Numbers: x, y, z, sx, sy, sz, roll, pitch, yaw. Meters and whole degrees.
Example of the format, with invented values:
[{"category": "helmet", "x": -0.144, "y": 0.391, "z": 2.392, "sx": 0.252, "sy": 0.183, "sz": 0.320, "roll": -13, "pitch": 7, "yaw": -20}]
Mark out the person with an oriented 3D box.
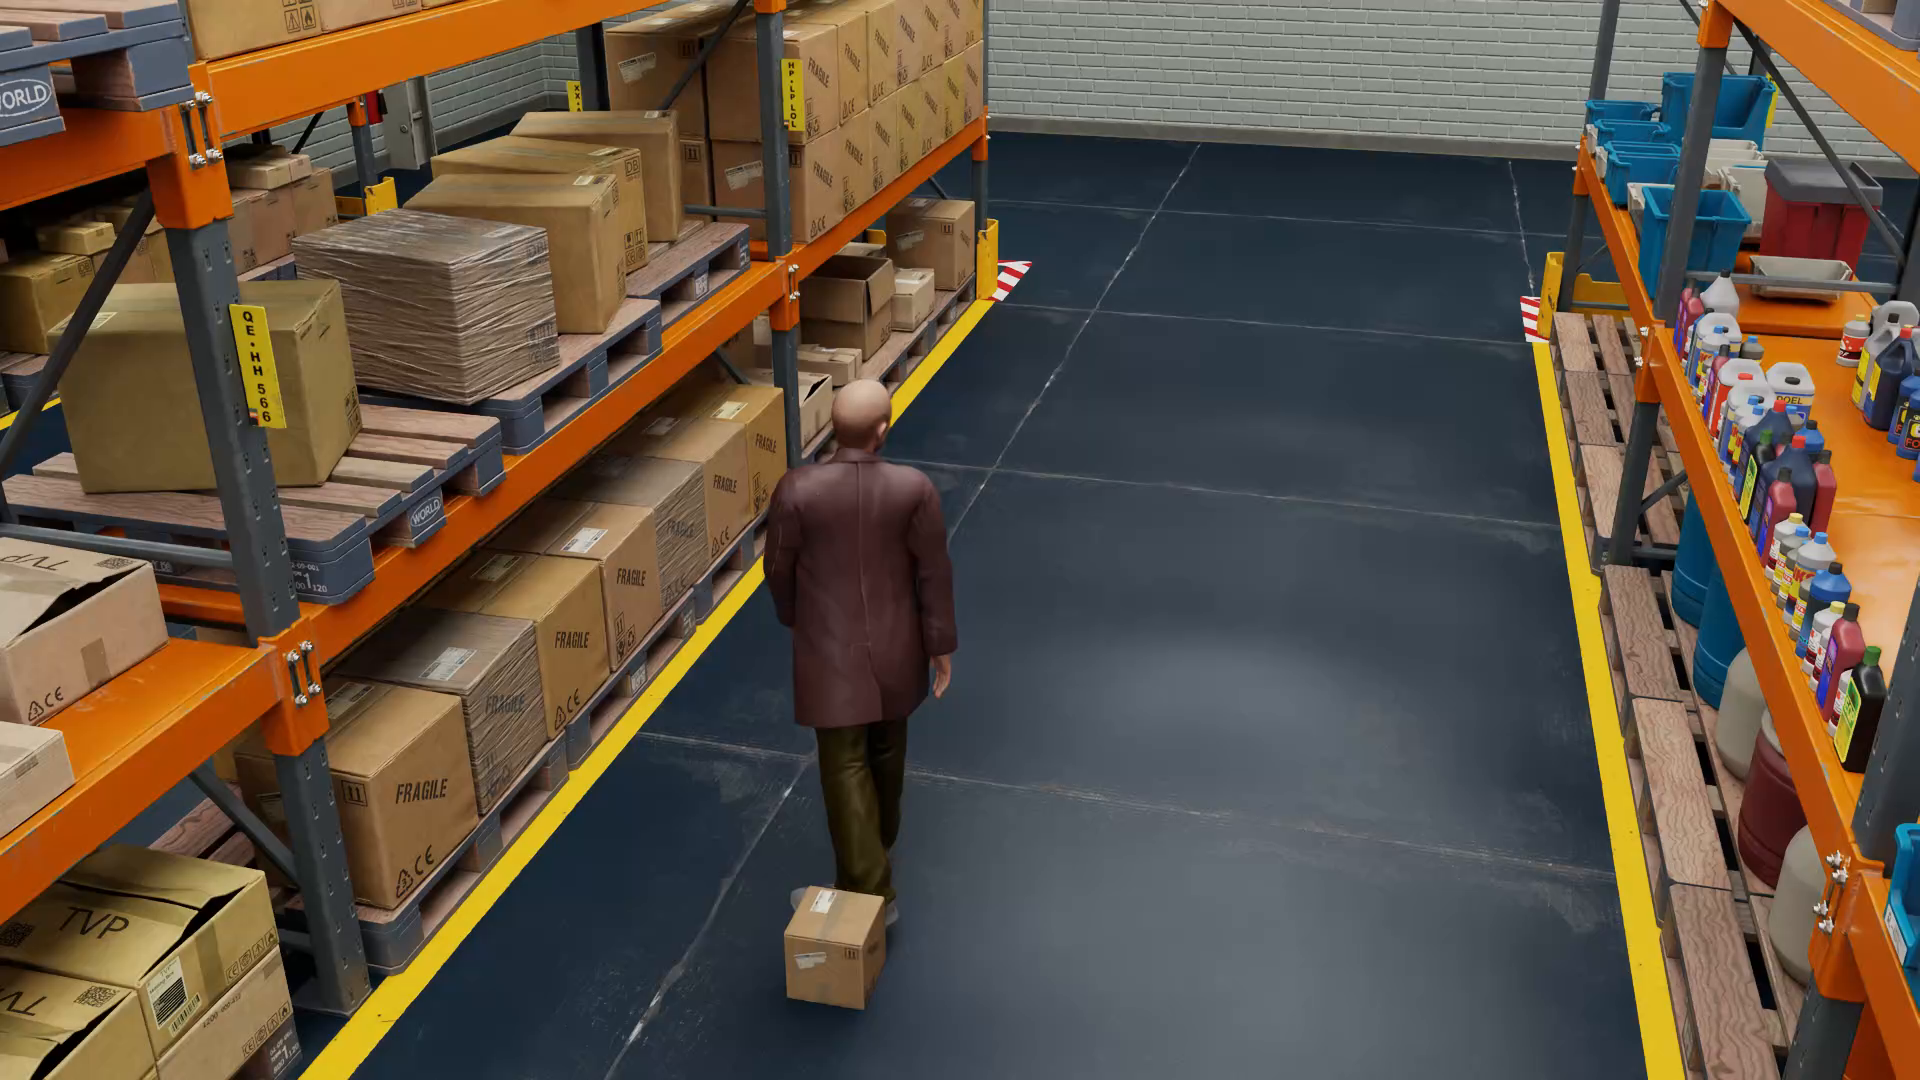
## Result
[{"category": "person", "x": -0.315, "y": 0.346, "z": 5.369, "sx": 0.599, "sy": 1.770, "sz": 0.777, "roll": -6, "pitch": 26, "yaw": -13}]
